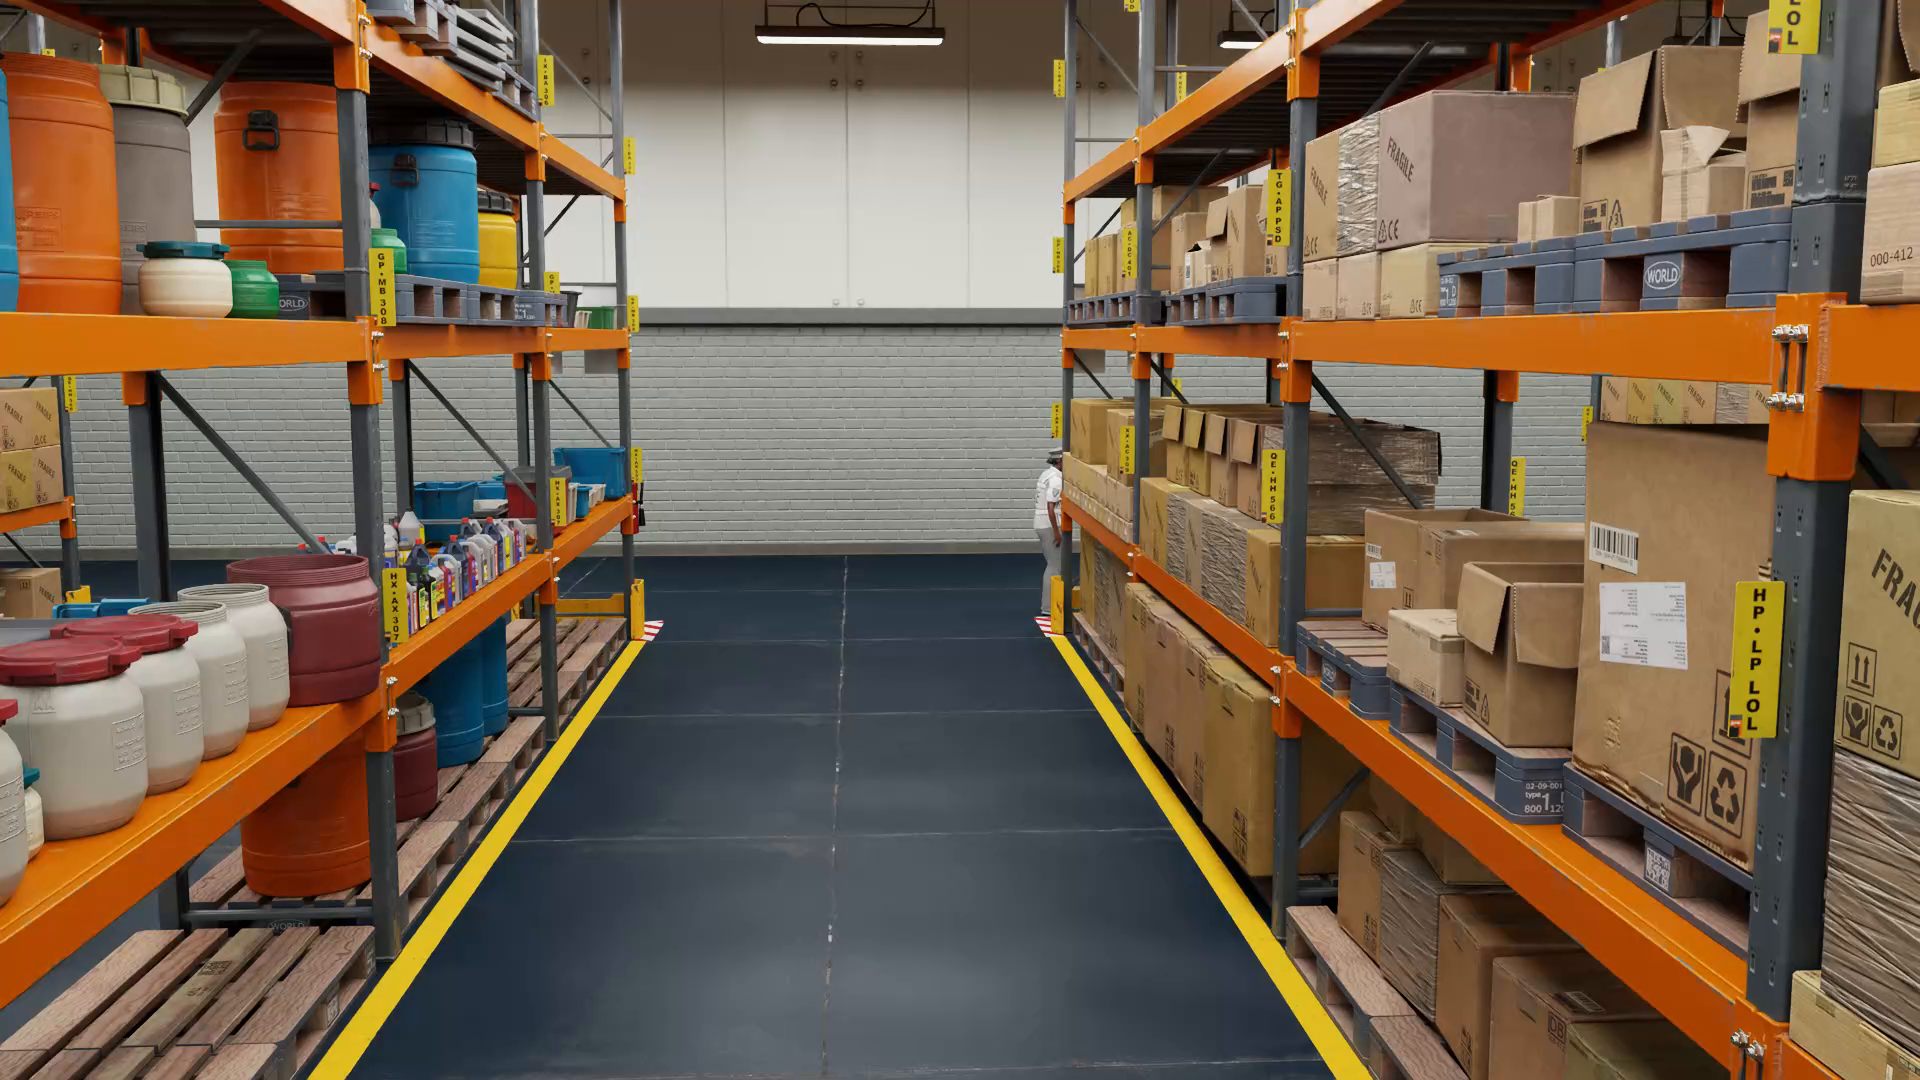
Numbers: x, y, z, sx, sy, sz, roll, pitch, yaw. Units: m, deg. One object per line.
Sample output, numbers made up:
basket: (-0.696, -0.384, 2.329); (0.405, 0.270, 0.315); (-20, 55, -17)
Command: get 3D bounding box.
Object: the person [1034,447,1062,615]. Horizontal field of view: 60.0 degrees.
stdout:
person: (0.933, -0.096, 16.540); (0.398, 1.660, 0.530); (0, 7, 0)
